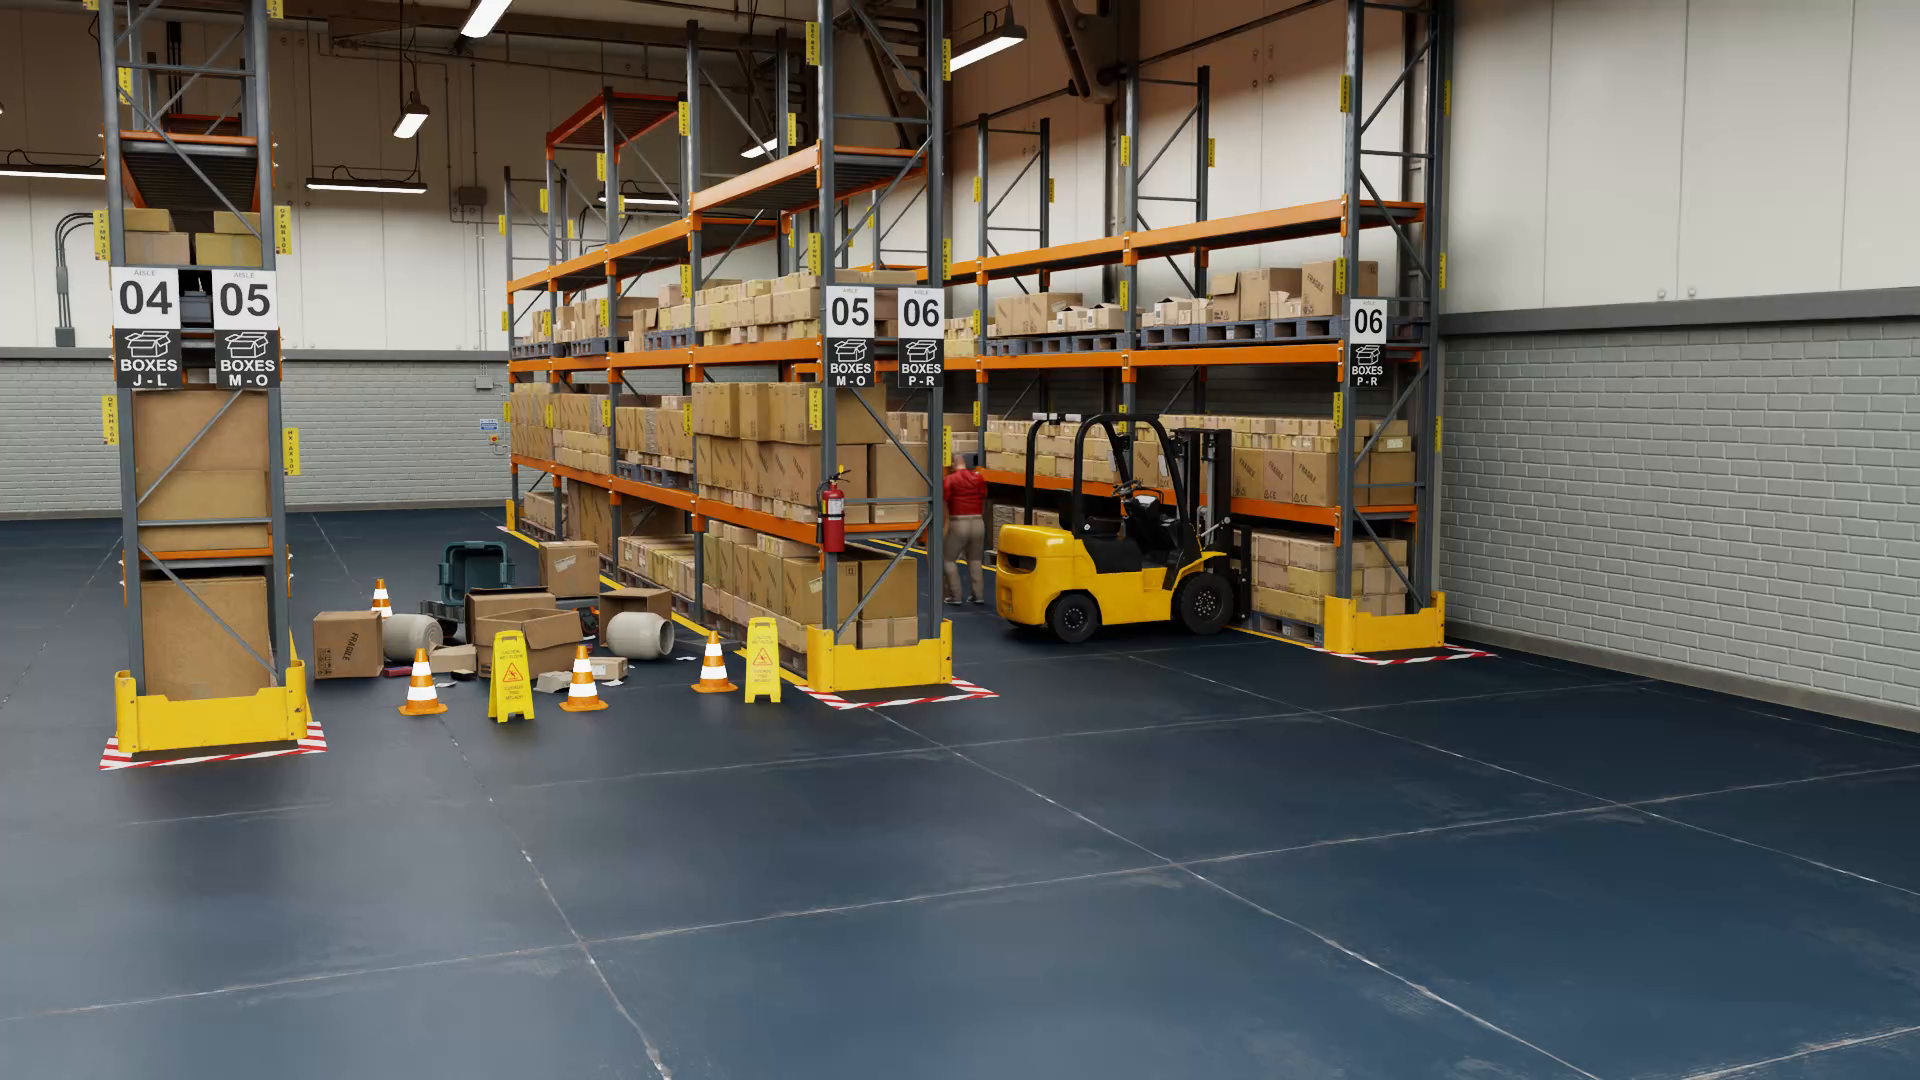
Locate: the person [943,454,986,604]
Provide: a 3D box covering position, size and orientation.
[{"bbox_3d":[0.024,-0.112,18.449,0.561,1.667,0.441,-2,6,-22],"label":"person"}]
